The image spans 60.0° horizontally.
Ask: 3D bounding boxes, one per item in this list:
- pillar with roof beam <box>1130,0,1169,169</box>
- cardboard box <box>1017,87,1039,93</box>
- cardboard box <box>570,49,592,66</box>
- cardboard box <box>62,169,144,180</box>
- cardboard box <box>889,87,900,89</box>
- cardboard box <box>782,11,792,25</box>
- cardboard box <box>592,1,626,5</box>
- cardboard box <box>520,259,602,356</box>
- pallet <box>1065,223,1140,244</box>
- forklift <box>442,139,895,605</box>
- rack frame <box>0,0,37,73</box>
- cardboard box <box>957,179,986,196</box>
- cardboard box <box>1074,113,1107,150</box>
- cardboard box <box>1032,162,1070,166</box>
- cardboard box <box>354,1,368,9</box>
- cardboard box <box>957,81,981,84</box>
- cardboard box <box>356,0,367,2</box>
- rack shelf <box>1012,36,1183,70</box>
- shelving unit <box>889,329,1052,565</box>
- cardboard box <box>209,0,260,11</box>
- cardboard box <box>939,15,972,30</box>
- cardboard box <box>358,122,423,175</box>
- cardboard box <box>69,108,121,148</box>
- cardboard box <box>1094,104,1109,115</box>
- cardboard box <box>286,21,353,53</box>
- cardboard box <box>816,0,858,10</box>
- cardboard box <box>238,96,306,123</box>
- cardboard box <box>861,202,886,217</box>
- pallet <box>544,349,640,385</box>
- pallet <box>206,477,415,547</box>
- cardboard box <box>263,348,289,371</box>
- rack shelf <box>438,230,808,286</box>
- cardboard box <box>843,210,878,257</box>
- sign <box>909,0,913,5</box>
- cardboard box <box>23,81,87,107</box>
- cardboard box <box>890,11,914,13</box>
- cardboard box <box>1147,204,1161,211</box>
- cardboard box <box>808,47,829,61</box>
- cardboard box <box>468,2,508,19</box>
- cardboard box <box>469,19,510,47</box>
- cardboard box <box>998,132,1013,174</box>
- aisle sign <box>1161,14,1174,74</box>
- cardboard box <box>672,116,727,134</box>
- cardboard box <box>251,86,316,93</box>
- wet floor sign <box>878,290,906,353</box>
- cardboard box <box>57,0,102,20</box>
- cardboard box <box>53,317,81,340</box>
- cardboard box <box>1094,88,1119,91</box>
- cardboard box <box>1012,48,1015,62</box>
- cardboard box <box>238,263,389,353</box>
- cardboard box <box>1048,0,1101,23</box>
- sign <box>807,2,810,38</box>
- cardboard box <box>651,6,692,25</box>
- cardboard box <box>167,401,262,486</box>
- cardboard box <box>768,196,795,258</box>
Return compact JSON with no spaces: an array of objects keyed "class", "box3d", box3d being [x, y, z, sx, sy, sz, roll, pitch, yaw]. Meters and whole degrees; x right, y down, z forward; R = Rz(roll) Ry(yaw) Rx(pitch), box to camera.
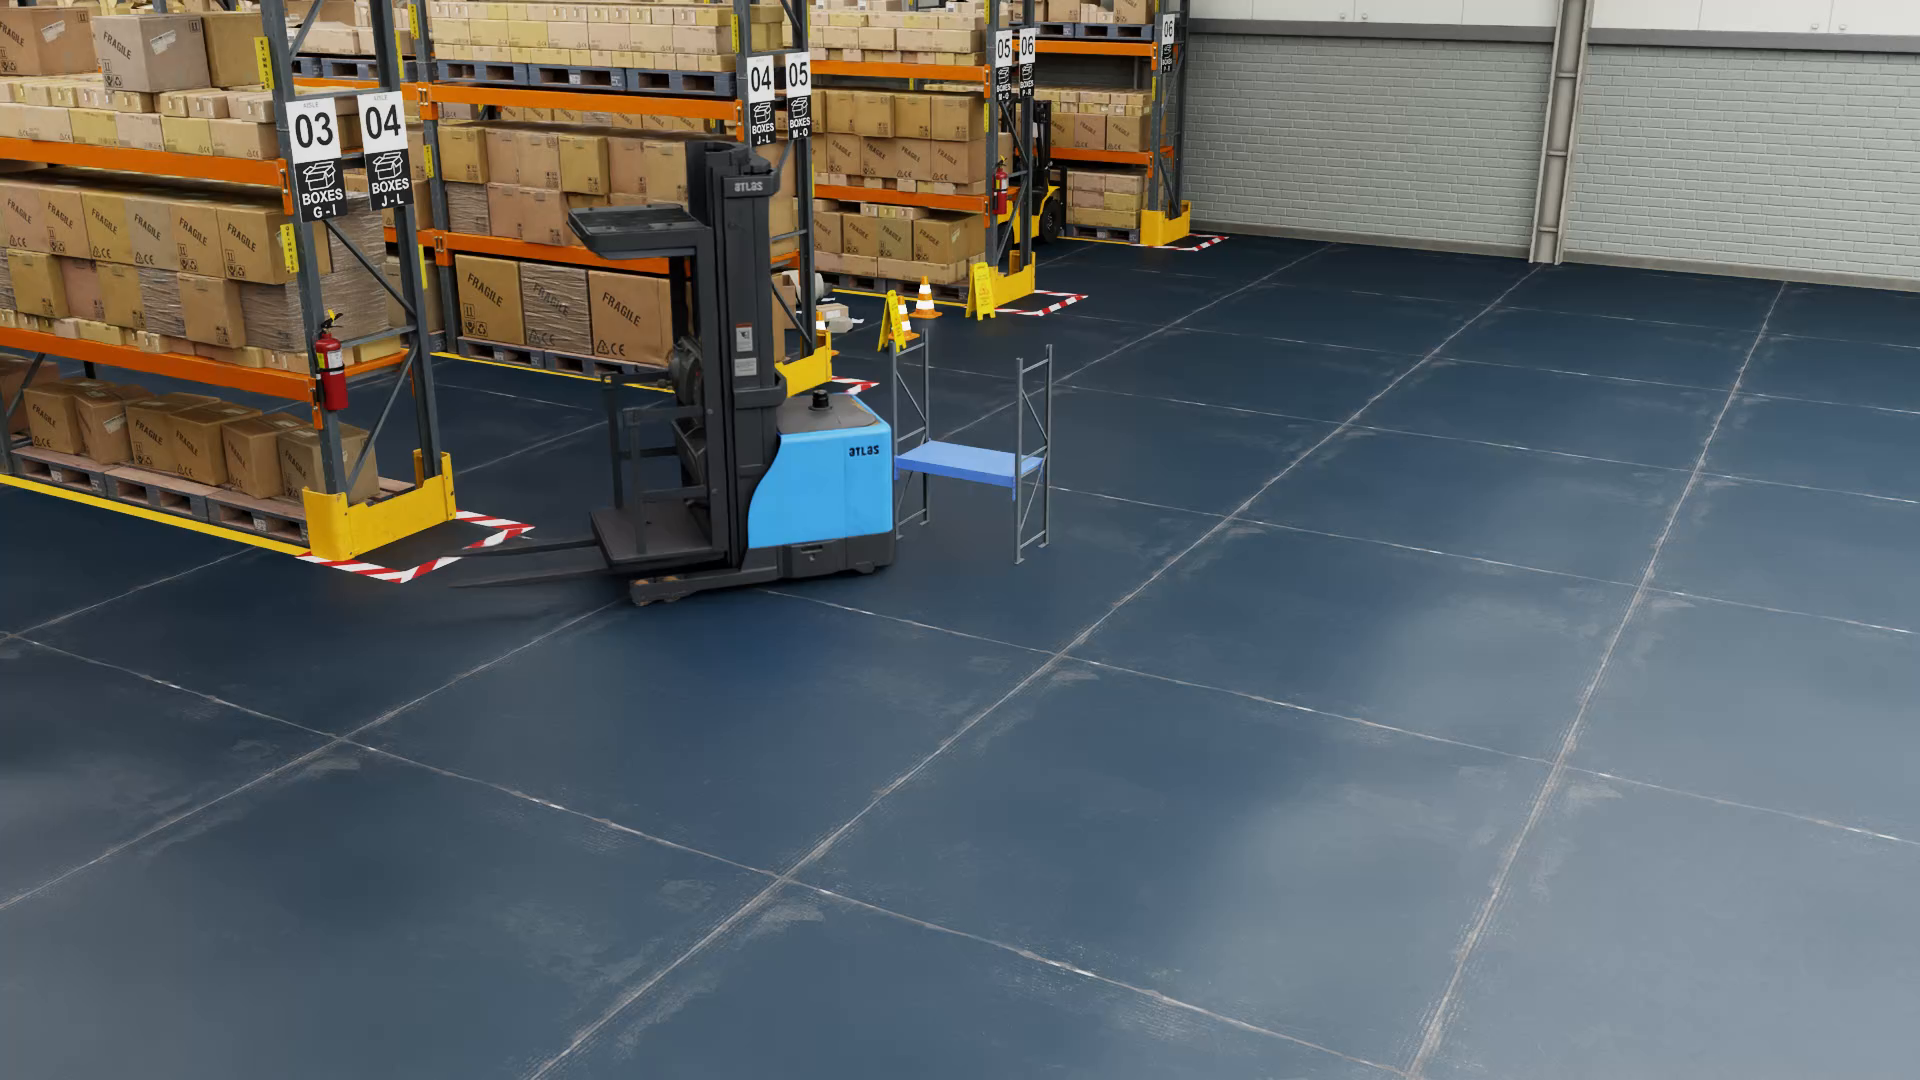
[{"class":"pillar with roof beam","box3d":[0.745,-7.788,20.639,0.400,9.000,9.100,11,23,27]},{"class":"cardboard box","box3d":[1.044,-6.654,24.777,0.250,0.149,0.380,11,23,28]},{"class":"cardboard box","box3d":[-3.517,-4.642,15.969,0.250,0.149,0.380,11,23,28]},{"class":"cardboard box","box3d":[-6.765,-2.684,13.315,0.500,0.500,0.500,11,23,27]},{"class":"cardboard box","box3d":[-1.108,-7.107,26.461,0.250,0.149,0.380,11,23,27]},{"class":"cardboard box","box3d":[-2.097,-6.437,20.512,0.250,0.149,0.380,11,22,27]},{"class":"cardboard box","box3d":[-3.422,-5.255,16.491,0.250,0.149,0.380,11,23,28]},{"class":"cardboard box","box3d":[-3.919,-2.487,17.321,0.875,0.875,0.875,11,23,28]},{"class":"pallet","box3d":[2.325,-4.670,24.928,1.213,0.211,1.003,11,23,27]},{"class":"forklift","box3d":[-2.032,-1.141,11.213,3.031,2.935,1.130,-7,21,-18]},{"class":"rack frame","box3d":[-7.729,-4.923,12.739,0.127,3.000,1.000,11,23,27]},{"class":"cardboard box","box3d":[0.165,-4.268,20.100,0.250,0.149,0.380,12,23,29]},{"class":"cardboard box","box3d":[2.007,-6.005,24.375,0.500,0.500,0.500,12,23,29]},{"class":"cardboard box","box3d":[1.372,-5.632,25.444,0.500,0.250,0.500,10,22,26]},{"class":"cardboard box","box3d":[-9.009,-7.865,24.763,0.500,0.311,0.500,11,23,27]},{"class":"cardboard box","box3d":[0.146,-7.005,25.745,0.250,0.149,0.380,10,22,26]},{"class":"cardboard box","box3d":[-10.701,-9.851,30.507,0.500,0.250,0.500,11,22,27]},{"class":"rack shelf","box3d":[1.267,-7.270,24.665,4.000,0.370,1.077,11,23,27]},{"class":"shelving unit","box3d":[0.074,-0.691,12.070,1.048,1.500,0.538,11,23,27]},{"class":"cardboard box","box3d":[-11.074,-8.301,25.537,0.637,0.503,0.797,13,24,31]},{"class":"cardboard box","box3d":[-0.050,-6.077,19.519,0.250,0.149,0.380,11,23,28]},{"class":"cardboard box","box3d":[-6.109,-4.245,18.056,0.500,0.500,0.700,10,22,26]},{"class":"cardboard box","box3d":[-6.104,-3.033,12.149,0.500,0.250,0.500,10,22,26]},{"class":"cardboard box","box3d":[2.139,-6.287,24.200,0.250,0.149,0.380,11,23,28]},{"class":"cardboard box","box3d":[-6.860,-5.401,17.824,0.500,0.311,0.500,10,22,25]},{"class":"cardboard box","box3d":[-1.900,-8.319,25.869,0.500,0.311,0.500,10,22,25]},{"class":"cardboard box","box3d":[-4.632,-2.917,11.245,0.250,0.149,0.380,11,23,27]},{"class":"cardboard box","box3d":[-1.031,-4.133,20.726,0.250,0.149,0.380,12,23,30]},{"class":"pallet","box3d":[-3.527,-1.899,17.291,1.213,0.211,1.003,11,23,27]},{"class":"pallet","box3d":[-4.996,-0.285,12.840,1.213,0.211,1.003,11,23,27]},{"class":"cardboard box","box3d":[-4.805,-1.347,12.047,0.250,0.149,0.380,11,23,27]},{"class":"rack shelf","box3d":[-3.476,-2.891,16.992,4.000,0.370,1.077,11,23,27]},{"class":"cardboard box","box3d":[-1.125,-3.872,20.957,0.500,0.500,0.500,10,22,26]},{"class":"sign","box3d":[-0.735,-8.169,24.867,0.005,0.325,0.100,11,23,27]},{"class":"cardboard box","box3d":[-6.679,-3.310,12.327,0.250,0.149,0.380,10,22,26]},{"class":"cardboard box","box3d":[-0.665,-6.416,20.453,0.250,0.149,0.380,11,23,29]},{"class":"cardboard box","box3d":[2.680,-4.910,24.919,0.500,0.250,0.500,11,23,28]},{"class":"cardboard box","box3d":[-1.661,-5.979,20.419,0.250,0.149,0.380,10,22,26]},{"class":"cardboard box","box3d":[-4.626,-5.227,16.415,0.250,0.149,0.380,11,22,27]},{"class":"cardboard box","box3d":[-4.491,-5.038,16.477,0.500,0.250,0.500,11,22,27]},{"class":"cardboard box","box3d":[0.317,-4.736,20.438,0.500,0.500,0.500,10,22,26]},{"class":"aisle sign","box3d":[2.927,-6.989,23.422,0.004,0.787,0.394,11,23,27]},{"class":"cardboard box","box3d":[-3.412,-5.445,21.779,0.500,0.500,0.500,10,22,26]},{"class":"cardboard box","box3d":[-4.825,-3.156,11.903,0.250,0.149,0.380,10,22,26]},{"class":"wet floor sign","box3d":[-0.739,-2.375,17.966,0.232,0.644,0.267,7,21,18]},{"class":"cardboard box","box3d":[-10.327,-6.242,19.506,0.258,0.266,0.396,11,23,27]},{"class":"cardboard box","box3d":[-6.824,-1.688,12.987,0.250,0.149,0.380,11,23,27]},{"class":"cardboard box","box3d":[2.166,-6.616,24.670,0.250,0.149,0.380,11,23,28]},{"class":"cardboard box","box3d":[0.464,-5.831,20.011,0.250,0.149,0.380,11,23,27]},{"class":"cardboard box","box3d":[-4.704,-1.724,12.135,0.500,0.500,0.875,11,23,27]},{"class":"cardboard box","box3d":[1.662,-7.768,24.074,0.500,0.500,0.700,11,23,28]},{"class":"sign","box3d":[-1.454,-4.919,15.731,0.005,0.325,0.100,11,23,27]},{"class":"cardboard box","box3d":[-2.631,-4.848,15.368,0.250,0.149,0.380,11,23,28]},{"class":"cardboard box","box3d":[-5.850,-0.767,13.131,0.500,0.500,0.500,13,24,32]},{"class":"cardboard box","box3d":[-2.076,-3.016,16.060,0.550,0.550,0.875,11,23,27]}]
